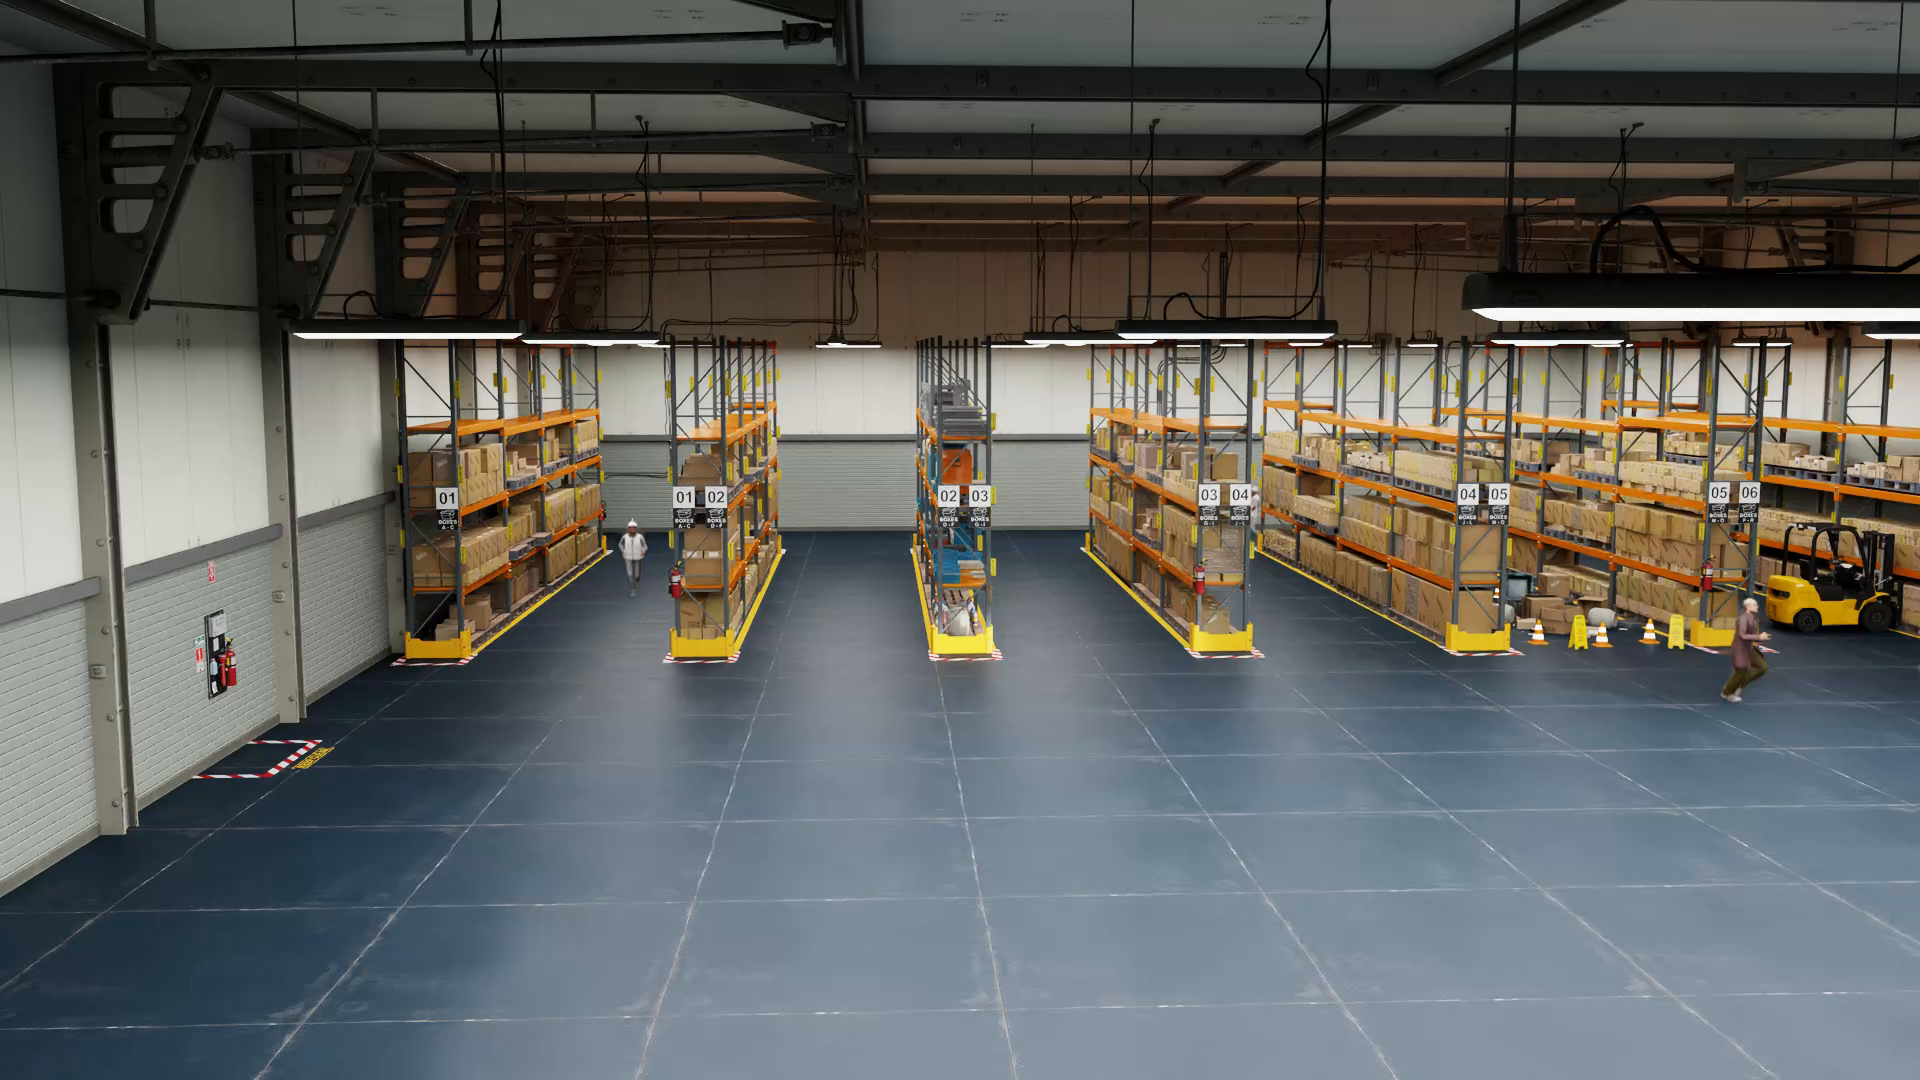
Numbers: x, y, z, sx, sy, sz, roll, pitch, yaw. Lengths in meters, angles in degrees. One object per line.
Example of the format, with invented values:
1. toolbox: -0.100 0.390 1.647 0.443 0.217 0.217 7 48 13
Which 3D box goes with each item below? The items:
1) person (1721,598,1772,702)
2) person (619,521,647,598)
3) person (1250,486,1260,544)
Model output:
1. person: 12.765 1.792 26.974 0.759 1.727 0.793 -6 9 -44
2. person: -7.677 0.437 39.045 0.662 1.760 0.805 -1 7 -10
3. person: 8.561 -0.731 49.059 0.962 1.720 0.713 1 7 6
